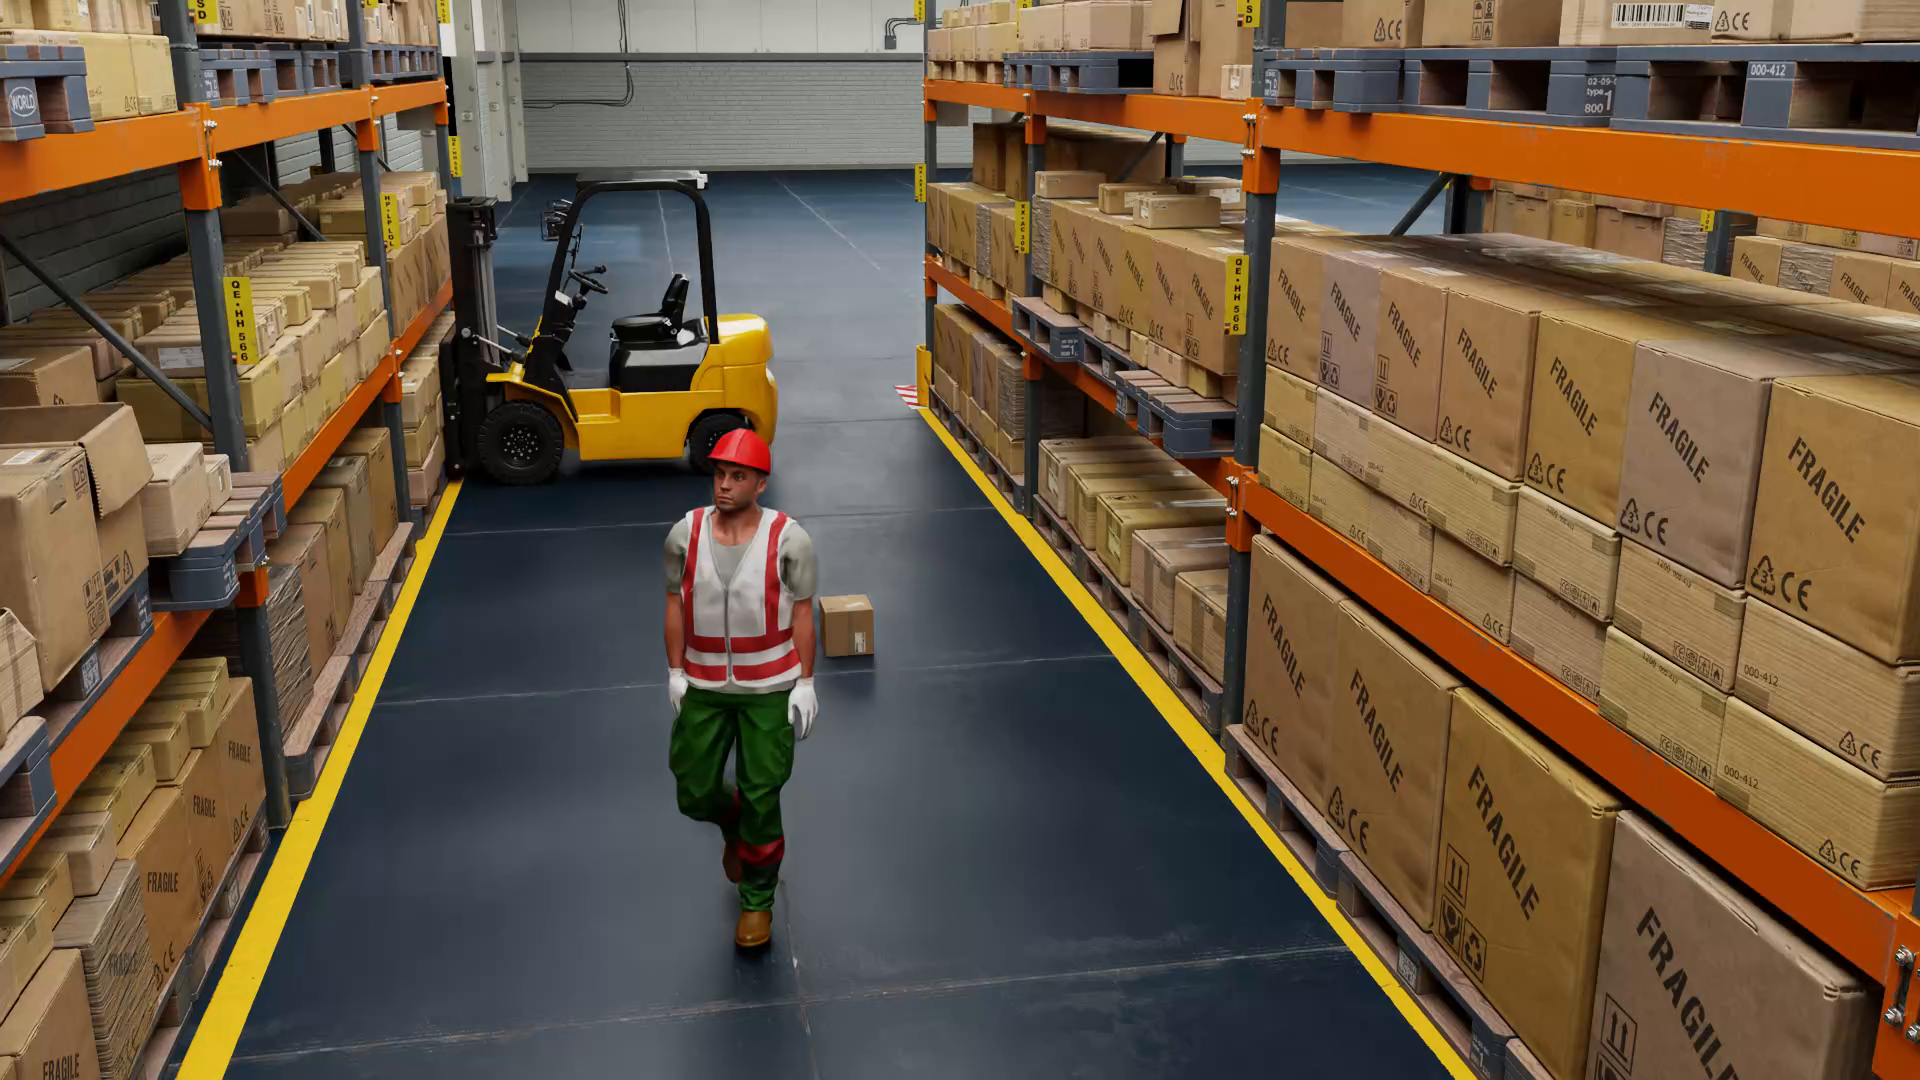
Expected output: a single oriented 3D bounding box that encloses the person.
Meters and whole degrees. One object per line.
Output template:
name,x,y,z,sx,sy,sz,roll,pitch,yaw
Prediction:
person,-0.750,0.486,5.740,0.545,1.780,0.609,2,16,6
